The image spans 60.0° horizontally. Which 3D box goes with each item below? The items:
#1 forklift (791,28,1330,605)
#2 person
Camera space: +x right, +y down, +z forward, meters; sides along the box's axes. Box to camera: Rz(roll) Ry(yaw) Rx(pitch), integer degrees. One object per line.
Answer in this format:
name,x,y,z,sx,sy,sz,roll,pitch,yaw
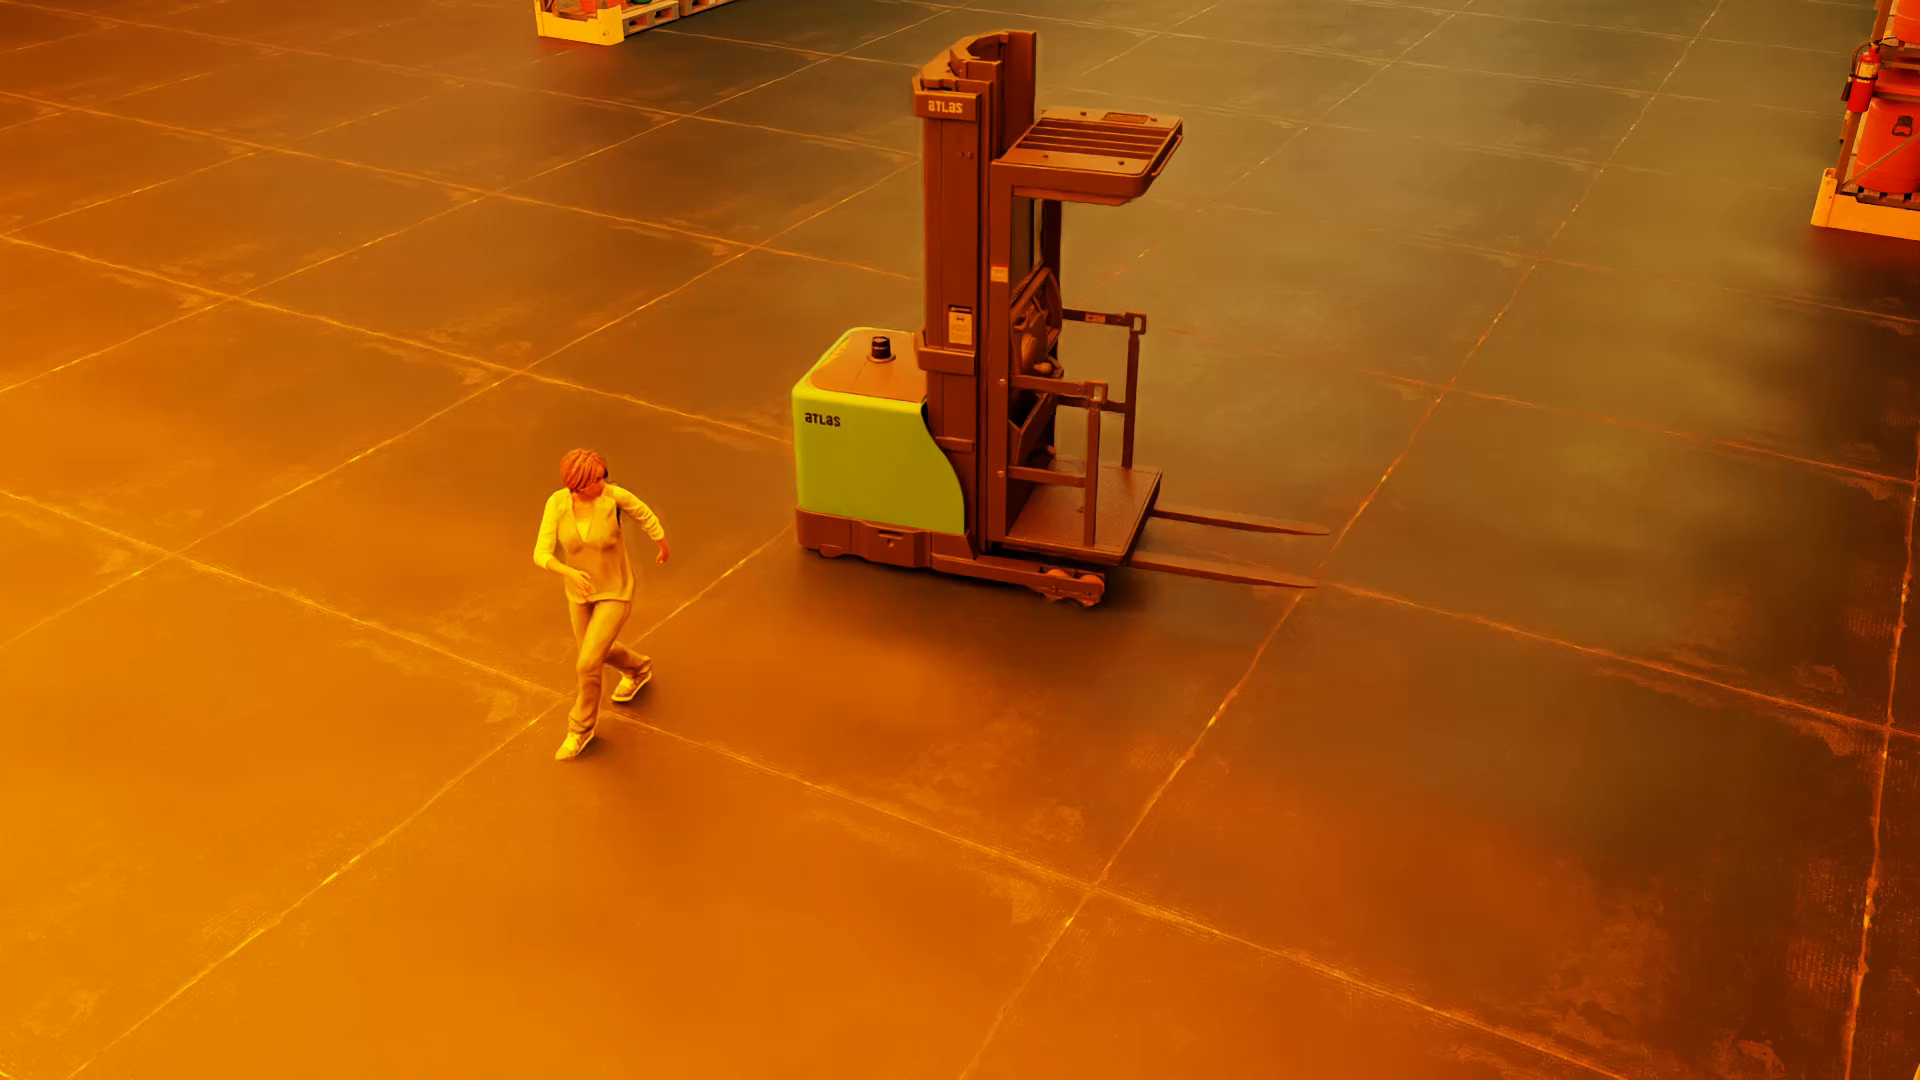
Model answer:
forklift,0.608,-1.202,9.153,3.031,2.935,1.130,9,31,15
person,-1.764,0.263,8.071,0.428,1.528,0.838,10,32,17
